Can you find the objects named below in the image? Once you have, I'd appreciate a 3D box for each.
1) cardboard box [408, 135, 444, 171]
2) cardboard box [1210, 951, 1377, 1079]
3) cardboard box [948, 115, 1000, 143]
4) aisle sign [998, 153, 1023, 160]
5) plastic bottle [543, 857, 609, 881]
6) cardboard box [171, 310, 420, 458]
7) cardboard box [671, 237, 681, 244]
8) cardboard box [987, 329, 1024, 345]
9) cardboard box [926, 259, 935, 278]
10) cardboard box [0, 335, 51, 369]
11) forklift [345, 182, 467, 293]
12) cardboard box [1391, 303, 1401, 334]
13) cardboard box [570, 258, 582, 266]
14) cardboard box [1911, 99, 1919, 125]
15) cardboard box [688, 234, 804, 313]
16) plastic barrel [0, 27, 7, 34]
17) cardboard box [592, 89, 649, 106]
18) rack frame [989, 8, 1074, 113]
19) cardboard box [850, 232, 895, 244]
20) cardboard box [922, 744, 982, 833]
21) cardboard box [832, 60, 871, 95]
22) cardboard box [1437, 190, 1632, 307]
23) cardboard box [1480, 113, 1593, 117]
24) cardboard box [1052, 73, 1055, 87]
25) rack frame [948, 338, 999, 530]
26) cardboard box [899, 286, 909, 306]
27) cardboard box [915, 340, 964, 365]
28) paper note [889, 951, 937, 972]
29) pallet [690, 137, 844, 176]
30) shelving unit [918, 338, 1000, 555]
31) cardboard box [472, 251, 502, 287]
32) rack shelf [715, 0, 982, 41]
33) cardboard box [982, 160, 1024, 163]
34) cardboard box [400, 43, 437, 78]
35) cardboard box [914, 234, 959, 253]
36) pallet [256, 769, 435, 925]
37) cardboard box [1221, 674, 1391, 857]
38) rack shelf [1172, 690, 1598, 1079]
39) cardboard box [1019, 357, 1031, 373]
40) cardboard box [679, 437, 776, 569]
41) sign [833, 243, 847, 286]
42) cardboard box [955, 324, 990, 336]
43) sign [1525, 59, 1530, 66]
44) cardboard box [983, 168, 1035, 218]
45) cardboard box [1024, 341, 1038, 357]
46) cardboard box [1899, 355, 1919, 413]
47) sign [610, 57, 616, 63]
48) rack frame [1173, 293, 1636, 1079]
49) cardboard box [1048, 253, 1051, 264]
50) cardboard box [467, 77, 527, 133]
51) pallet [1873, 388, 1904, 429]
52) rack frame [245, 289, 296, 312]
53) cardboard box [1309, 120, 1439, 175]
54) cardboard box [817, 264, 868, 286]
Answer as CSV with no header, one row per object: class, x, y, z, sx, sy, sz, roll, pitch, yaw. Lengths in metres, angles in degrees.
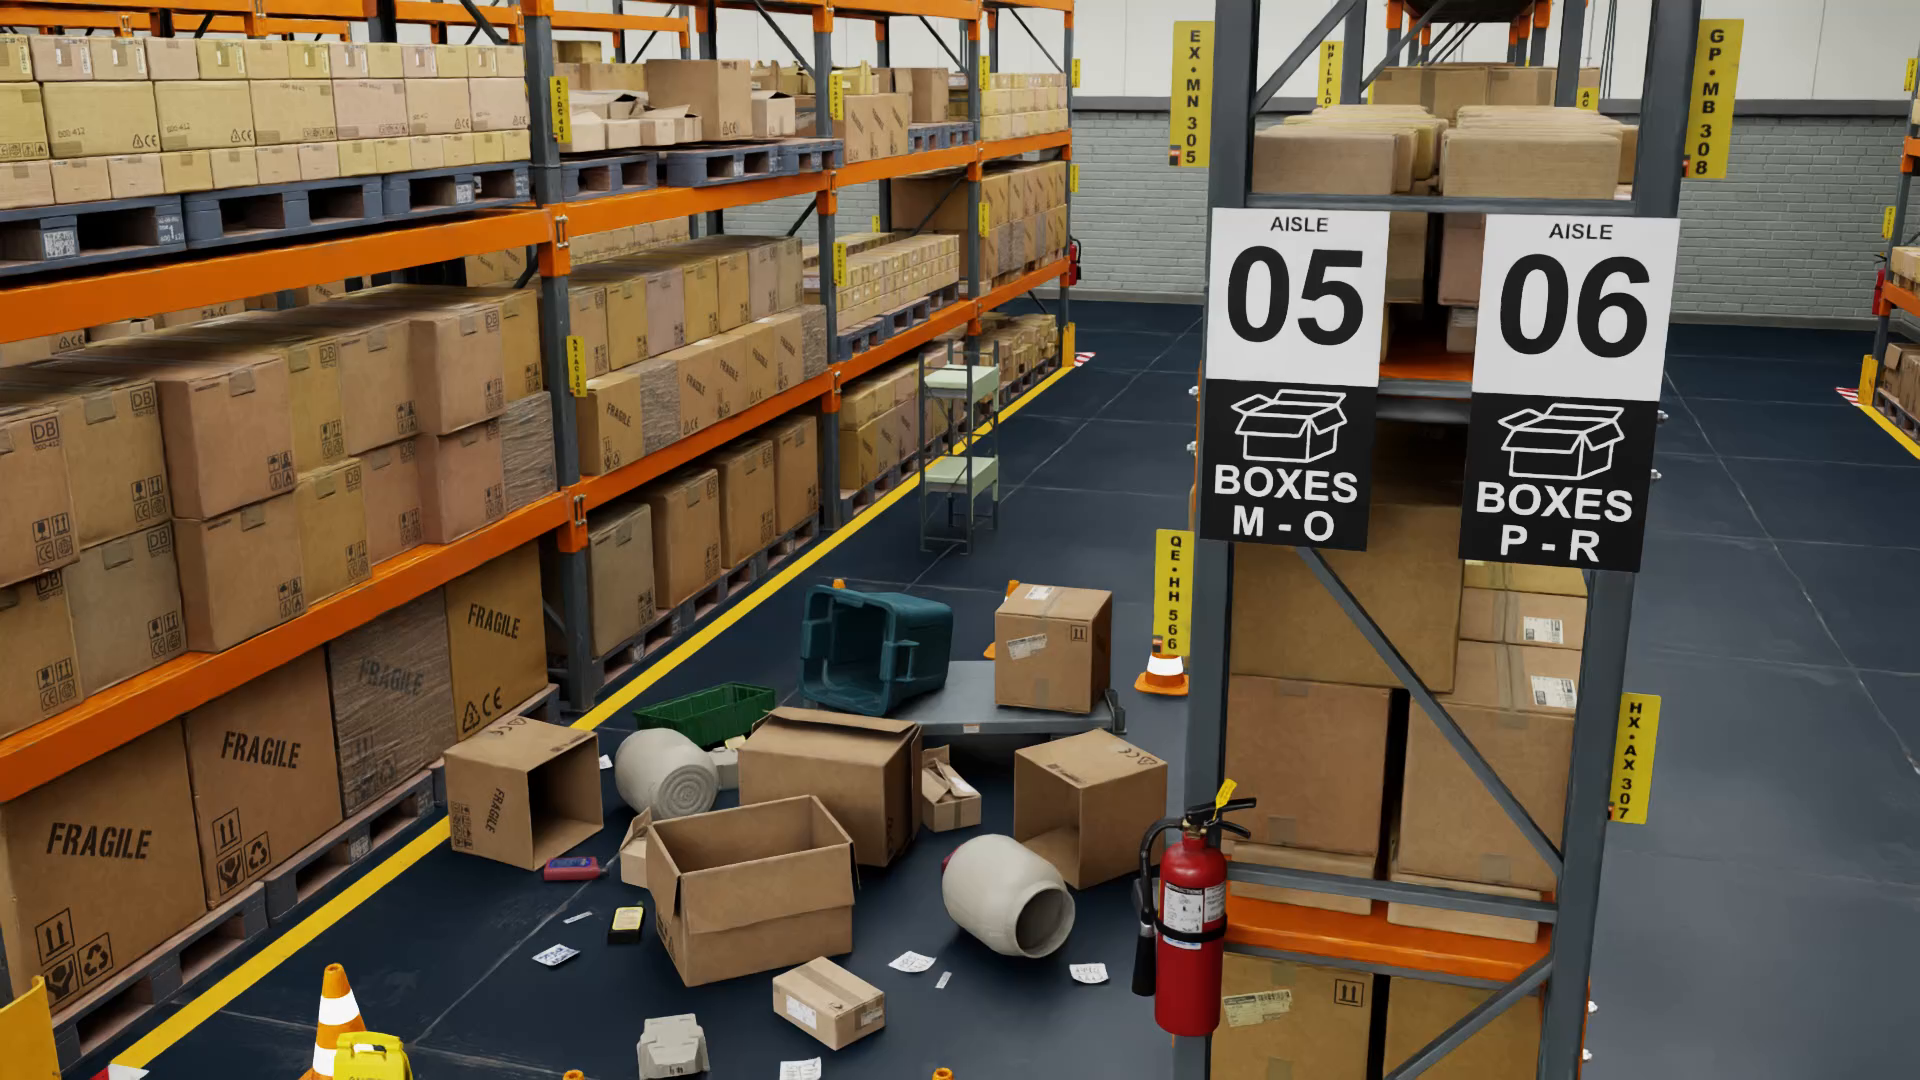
cardboard box,-2.588,-1.765,7.566,0.380,0.149,0.250,5,16,16
cardboard box,1.041,1.421,5.218,0.500,0.500,0.500,5,17,16
cardboard box,0.083,-4.078,16.487,0.500,0.250,0.500,5,17,19
aisle sign,0.569,-4.946,20.005,0.394,0.787,0.004,5,16,16
plastic bottle,-1.722,1.482,7.493,0.283,0.061,0.133,-1,16,-3
cardboard box,-3.043,-0.728,7.644,0.875,0.550,0.550,5,16,16
cardboard box,-3.749,-3.756,21.036,0.380,0.149,0.250,5,17,16
cardboard box,0.511,-2.275,18.717,0.380,0.149,0.250,4,16,14
cardboard box,-0.445,-2.506,15.312,0.380,0.149,0.250,4,16,14
cardboard box,-6.941,-1.612,11.147,1.000,1.000,1.000,5,17,16
forklift,-4.824,-1.716,13.507,3.031,2.935,1.130,4,16,13
cardboard box,1.044,-0.681,4.697,0.380,0.149,0.250,5,17,18
cardboard box,-4.476,-3.086,18.672,0.380,0.149,0.250,5,17,18
cardboard box,9.982,-4.331,16.833,0.500,0.250,0.500,4,16,15
cardboard box,-1.575,-1.972,12.270,0.700,0.500,0.500,5,16,16
plastic barrel,-10.115,-4.829,17.174,0.600,0.901,0.708,5,16,16
cardboard box,-2.143,-2.772,10.820,0.500,0.311,0.500,4,16,15
rack frame,0.836,-6.539,19.392,1.000,3.000,0.127,5,16,16
cardboard box,-0.854,-2.906,16.179,0.380,0.149,0.250,6,17,19
cardboard box,-0.089,1.206,8.090,0.258,0.266,0.396,-7,17,-23
cardboard box,-0.912,-3.639,13.078,0.396,0.266,0.258,5,16,16
cardboard box,1.462,-0.734,4.154,0.500,0.250,0.500,4,16,15
cardboard box,2.015,-1.417,5.831,0.380,0.149,0.250,5,17,17
cardboard box,0.879,-5.288,19.106,0.380,0.149,0.250,5,17,17
rack frame,0.102,-0.816,12.956,0.400,1.500,0.023,5,16,16
cardboard box,-0.667,-2.157,14.629,0.380,0.149,0.250,4,16,14
cardboard box,-0.270,-1.752,15.947,0.500,0.250,0.500,4,16,14
paper note,-0.191,1.712,6.758,0.148,0.019,0.142,11,19,35
pallet,-1.570,-2.739,11.840,1.213,0.211,1.003,5,17,18
shelving unit,-0.002,-0.720,12.619,0.431,1.500,0.755,5,16,16
cardboard box,-5.046,-2.793,16.996,0.500,0.500,0.500,5,17,18
rack shelf,-0.870,-4.431,14.011,1.077,0.370,4.000,5,16,16
cardboard box,0.453,-4.228,19.679,0.500,0.500,0.500,5,16,16
cardboard box,-2.588,-2.152,7.468,0.380,0.149,0.250,5,17,17
cardboard box,-0.228,-2.854,15.993,0.380,0.149,0.250,5,17,18
pallet,-3.211,1.341,7.714,1.003,0.211,1.213,5,16,16
cardboard box,0.953,0.536,4.714,0.500,0.500,0.500,4,16,15
rack shelf,1.632,0.713,6.135,1.077,0.370,4.000,5,16,16
cardboard box,0.585,-1.985,18.785,0.380,0.149,0.250,5,17,17
cardboard box,-1.942,-0.298,11.737,1.050,0.750,0.750,5,17,17
sign,-0.905,-2.075,12.525,0.100,0.325,0.005,5,16,16
cardboard box,0.124,-2.378,19.082,0.380,0.149,0.250,5,17,18
sign,4.996,-4.053,14.599,0.100,0.325,0.005,5,16,16
cardboard box,0.514,-3.778,18.092,0.500,0.500,0.500,4,16,14
cardboard box,0.678,-2.194,18.976,0.380,0.149,0.250,5,17,17
cardboard box,9.825,-1.538,16.565,0.700,0.500,0.500,5,17,18
sign,-4.422,-6.010,21.278,0.100,0.325,0.005,5,16,16
rack frame,1.063,0.891,4.193,1.000,3.000,0.127,5,16,16
cardboard box,0.850,-3.296,19.413,0.380,0.149,0.250,4,16,15
cardboard box,-2.468,-2.129,8.118,0.500,0.250,0.500,4,16,15
pallet,10.123,-1.341,17.172,1.003,0.211,1.213,5,16,16
rack frame,-6.165,-1.971,14.281,1.000,3.000,0.127,5,16,16
cardboard box,1.239,-1.185,5.013,0.380,0.149,0.250,5,16,16
cardboard box,-0.973,-2.167,13.574,0.380,0.149,0.250,5,16,16
